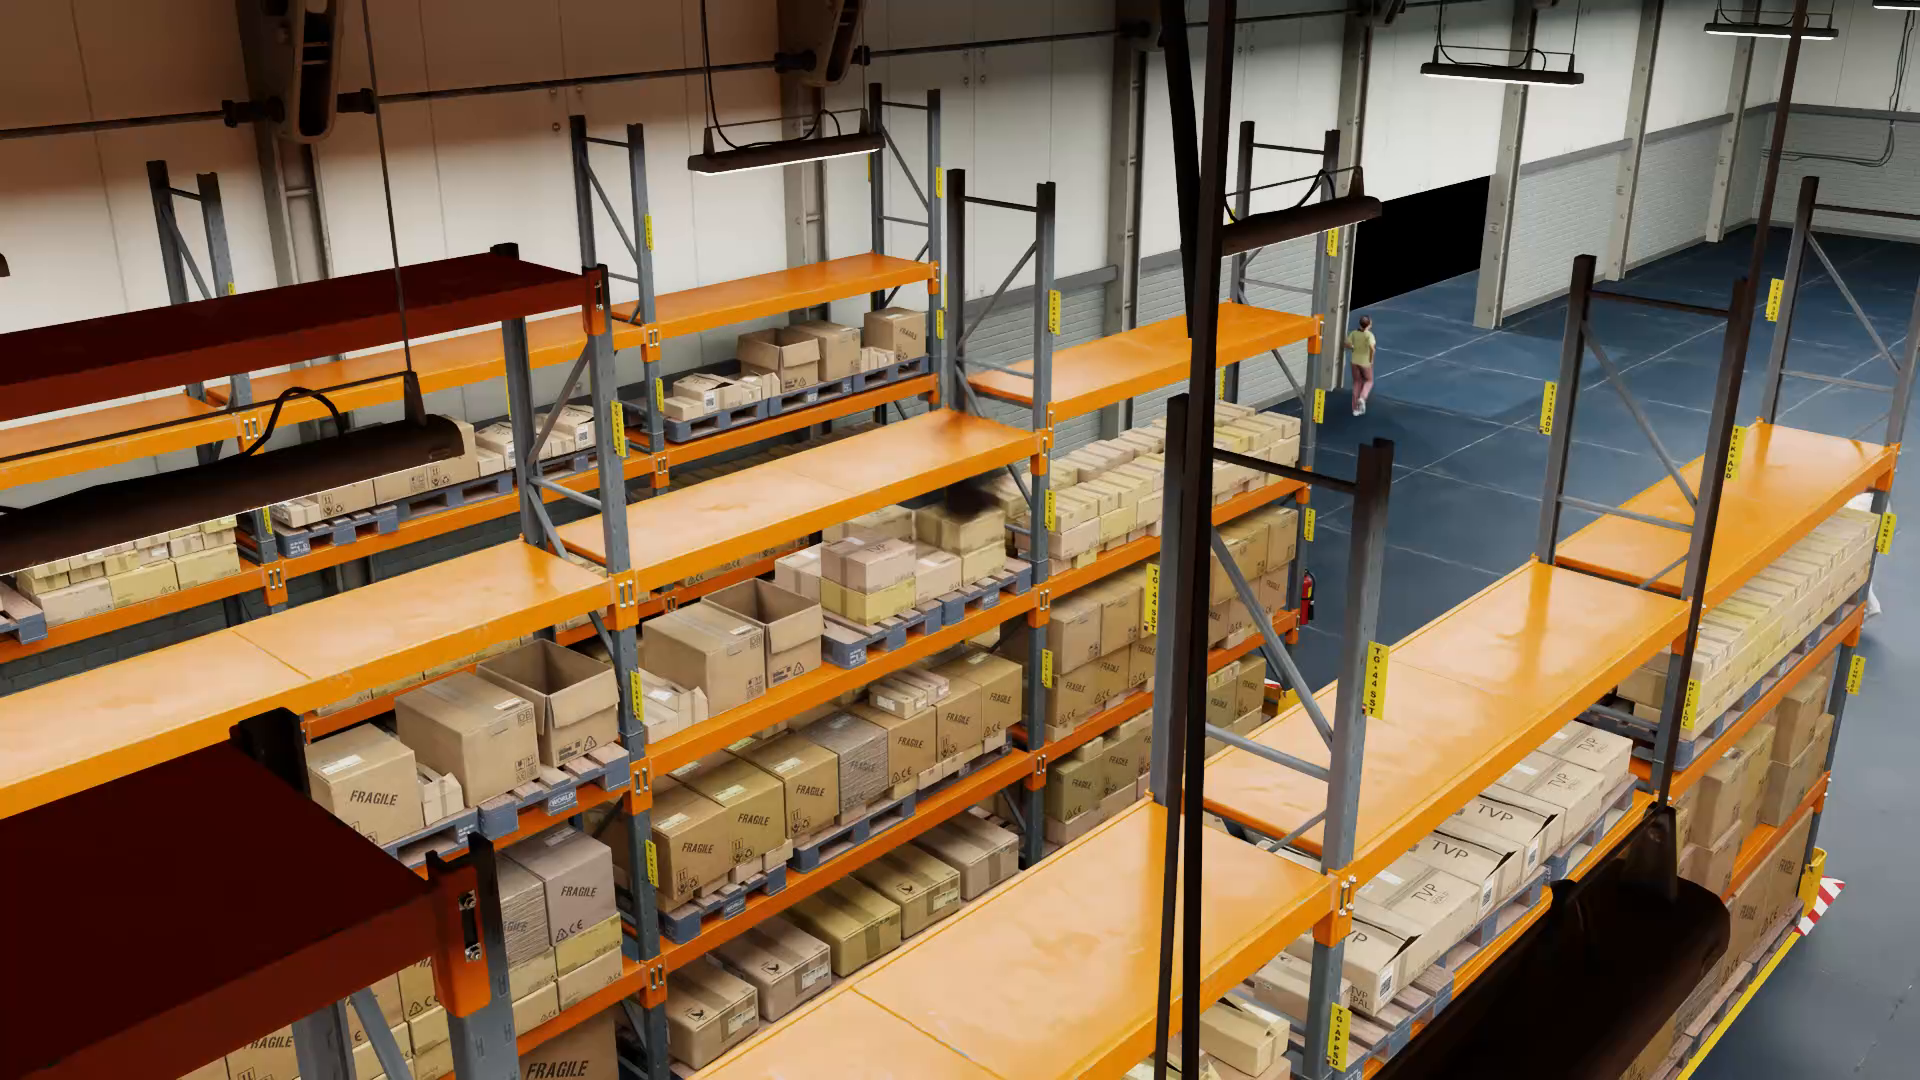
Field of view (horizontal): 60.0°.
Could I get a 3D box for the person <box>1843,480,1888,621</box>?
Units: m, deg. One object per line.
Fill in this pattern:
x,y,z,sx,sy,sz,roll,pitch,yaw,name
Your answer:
10.385,0.092,19.302,0.707,1.796,1.049,-4,22,-11,person

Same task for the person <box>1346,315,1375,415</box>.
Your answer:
6.572,-2.877,27.174,0.565,1.637,0.538,15,26,34,person
